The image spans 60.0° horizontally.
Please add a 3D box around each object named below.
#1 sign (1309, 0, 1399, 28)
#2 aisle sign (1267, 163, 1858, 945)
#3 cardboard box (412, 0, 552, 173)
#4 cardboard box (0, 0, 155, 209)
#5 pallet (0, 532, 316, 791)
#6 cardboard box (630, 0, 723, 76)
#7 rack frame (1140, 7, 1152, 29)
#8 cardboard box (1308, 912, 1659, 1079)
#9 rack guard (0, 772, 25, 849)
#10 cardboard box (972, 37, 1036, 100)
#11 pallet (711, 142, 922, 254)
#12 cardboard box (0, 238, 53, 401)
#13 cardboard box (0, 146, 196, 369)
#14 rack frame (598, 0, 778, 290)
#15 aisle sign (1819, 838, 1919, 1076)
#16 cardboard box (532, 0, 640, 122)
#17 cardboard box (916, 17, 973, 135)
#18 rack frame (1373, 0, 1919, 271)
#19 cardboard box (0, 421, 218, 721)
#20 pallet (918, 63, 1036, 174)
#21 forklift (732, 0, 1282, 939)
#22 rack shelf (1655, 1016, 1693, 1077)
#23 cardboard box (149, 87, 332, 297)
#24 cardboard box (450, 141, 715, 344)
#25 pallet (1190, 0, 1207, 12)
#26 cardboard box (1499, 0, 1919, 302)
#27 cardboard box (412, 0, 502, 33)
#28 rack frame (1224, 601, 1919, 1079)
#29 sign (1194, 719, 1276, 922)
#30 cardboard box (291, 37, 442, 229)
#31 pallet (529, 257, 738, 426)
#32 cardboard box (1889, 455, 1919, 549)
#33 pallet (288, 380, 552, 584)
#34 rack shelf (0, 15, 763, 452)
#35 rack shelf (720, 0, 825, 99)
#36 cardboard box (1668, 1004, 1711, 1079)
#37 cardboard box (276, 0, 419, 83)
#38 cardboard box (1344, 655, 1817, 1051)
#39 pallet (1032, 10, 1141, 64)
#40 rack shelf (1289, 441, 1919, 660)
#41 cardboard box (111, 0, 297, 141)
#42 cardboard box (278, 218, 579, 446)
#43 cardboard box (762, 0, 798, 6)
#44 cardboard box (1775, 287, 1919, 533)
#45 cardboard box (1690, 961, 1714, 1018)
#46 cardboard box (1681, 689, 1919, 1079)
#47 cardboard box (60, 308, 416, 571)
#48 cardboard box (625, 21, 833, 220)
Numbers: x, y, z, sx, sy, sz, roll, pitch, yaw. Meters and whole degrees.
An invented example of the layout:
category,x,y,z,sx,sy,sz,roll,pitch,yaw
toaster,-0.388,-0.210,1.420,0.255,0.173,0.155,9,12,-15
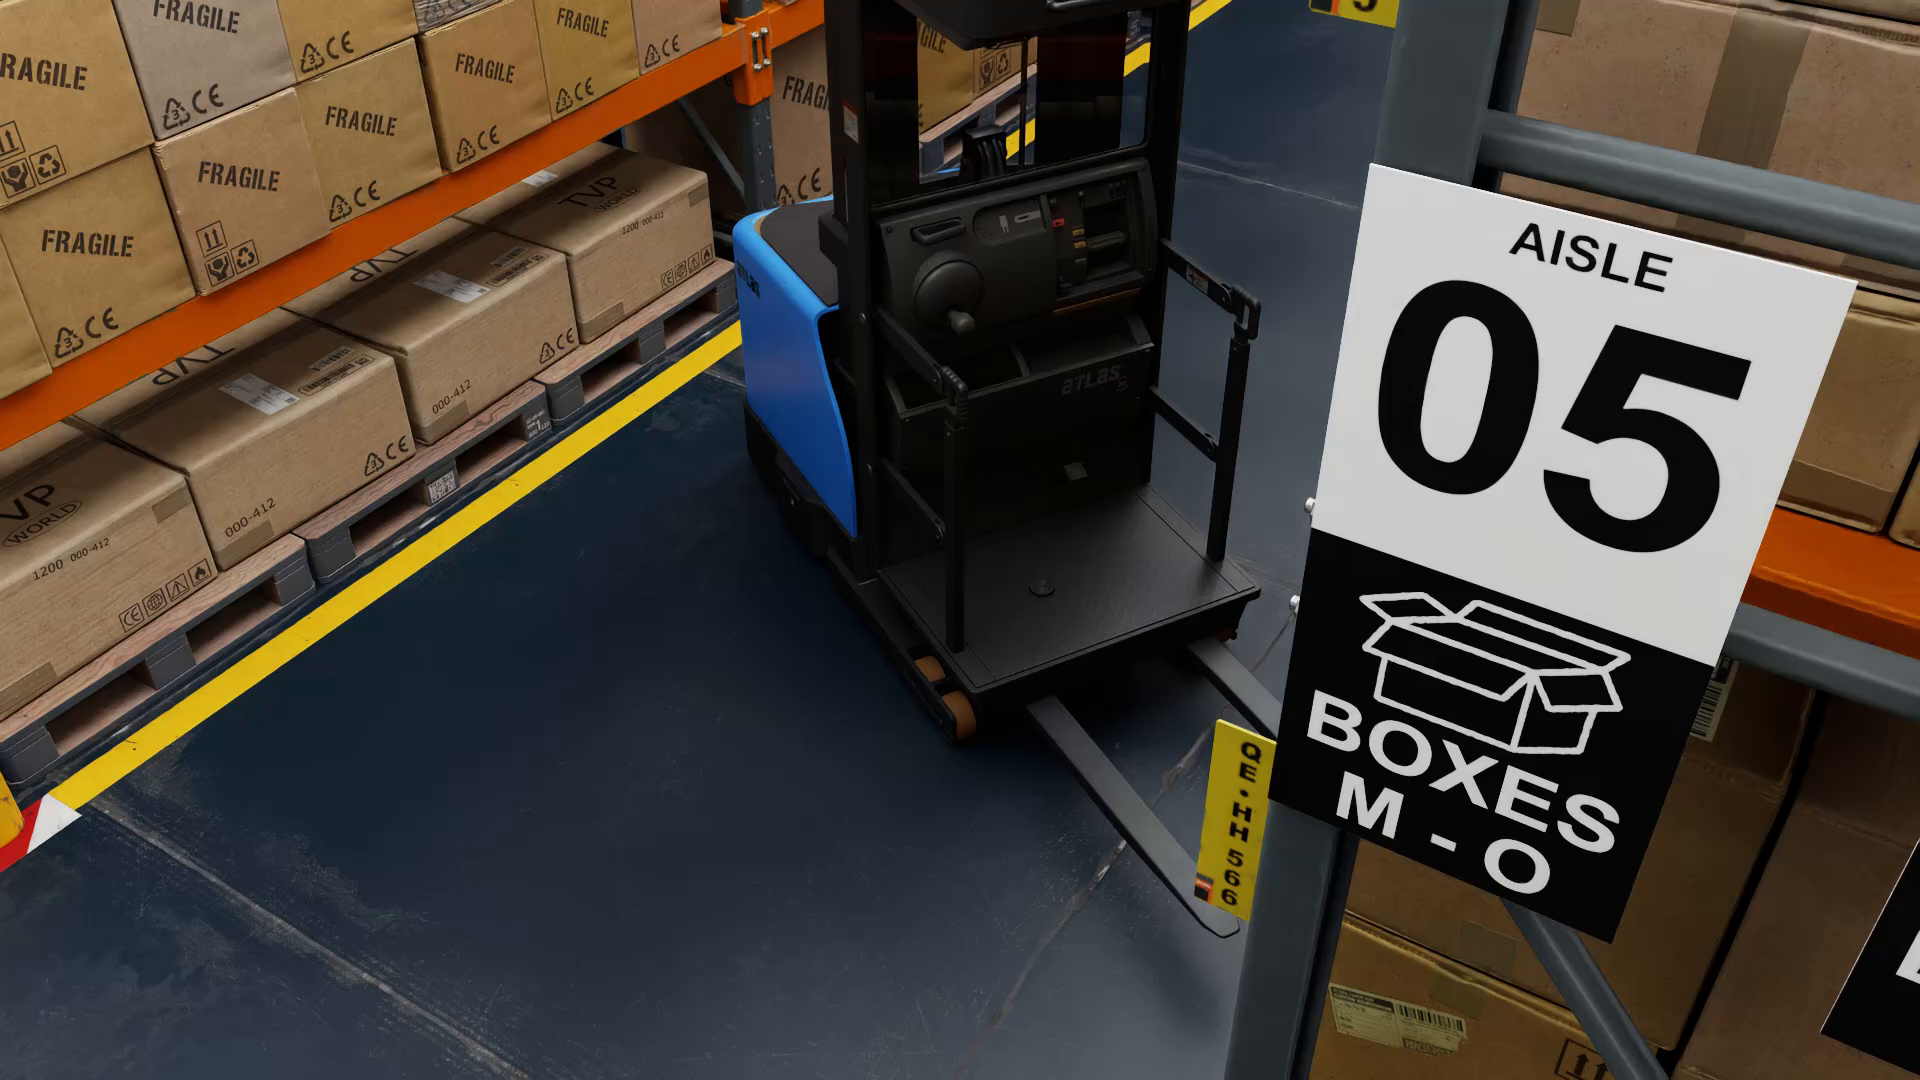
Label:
category,x,y,z,sx,sy,sz,roll,pitch,yaw
sign,0.357,-0.590,1.377,0.100,0.325,0.005,21,42,25
aisle sign,0.522,0.050,1.599,0.394,0.787,0.004,21,42,25
cardboard box,-1.837,-1.675,5.884,0.500,0.500,0.500,21,42,24
cardboard box,-2.650,-1.285,4.560,0.500,0.500,0.500,20,42,24
pallet,-3.057,0.240,5.766,1.003,0.211,1.213,21,42,25
cardboard box,-1.309,-2.206,6.573,0.500,0.500,0.500,22,43,26
rack frame,0.867,-4.551,9.697,1.000,3.000,0.127,21,42,25
cardboard box,0.838,0.667,2.603,0.500,0.500,0.500,22,43,26
rack guard,-3.432,0.575,5.094,1.175,0.500,0.348,21,42,25
cardboard box,-0.055,-3.089,9.196,0.875,0.875,0.875,22,43,26
pallet,-0.926,-1.807,8.421,1.003,0.211,1.213,21,42,25
cardboard box,-2.919,-0.620,4.516,0.500,0.500,0.500,21,42,25
cardboard box,-2.672,-0.890,4.866,0.500,0.500,0.500,21,42,25
rack frame,-1.276,-2.489,7.022,1.000,3.000,0.127,21,42,25
aisle sign,1.029,0.246,1.344,0.394,0.787,0.004,21,42,25
cardboard box,-1.580,-1.939,6.226,0.500,0.500,0.500,20,42,24
cardboard box,-0.534,-2.628,8.598,0.875,0.875,0.875,22,43,26
rack frame,0.815,-1.236,0.483,1.000,3.000,0.127,21,42,25
cardboard box,-3.150,0.049,5.485,0.875,0.438,0.875,20,42,24
pallet,-0.273,-2.439,9.240,1.003,0.211,1.213,21,42,25
forklift,0.295,-0.821,4.914,1.130,2.935,3.031,-18,41,-22
rack shelf,1.886,0.394,3.871,1.077,0.370,4.000,21,42,25
cardboard box,-2.384,-1.146,5.198,0.500,0.500,0.500,21,42,25
cardboard box,-1.703,-1.352,7.302,0.875,0.438,0.875,21,42,24
pallet,1.287,-3.849,11.070,1.003,0.211,1.213,21,42,25
cardboard box,0.847,-0.507,1.708,0.500,0.250,0.500,20,42,24
cardboard box,-1.839,-2.067,5.573,0.500,0.500,0.500,22,43,26
rack frame,0.815,1.140,2.314,1.000,3.000,0.127,21,42,25
sign,0.357,0.365,2.113,0.100,0.325,0.005,21,42,25
cardboard box,-2.130,-1.410,5.540,0.500,0.500,0.500,23,43,27
pallet,-1.750,-1.018,7.398,1.003,0.211,1.213,21,42,25
cardboard box,1.271,-0.136,1.636,0.500,0.250,0.500,23,43,27
pallet,-2.402,-0.387,6.579,1.003,0.211,1.213,21,42,25
rack shelf,-2.348,-1.173,5.904,1.077,0.370,4.000,21,42,25
rack shelf,-0.205,-3.235,8.579,1.077,0.370,4.000,21,42,25
cardboard box,1.289,0.842,2.376,0.500,0.500,0.500,23,43,27
cardboard box,-2.115,-1.811,5.241,0.500,0.500,0.500,21,42,25
cardboard box,0.850,0.269,2.299,0.500,0.500,0.500,20,42,24
pallet,0.381,-3.065,10.053,1.003,0.211,1.213,21,42,25
rack shelf,1.886,-0.794,2.955,1.077,0.370,4.000,21,42,25
cardboard box,-2.381,-1.553,4.907,0.500,0.500,0.500,21,42,25
cardboard box,-2.182,-0.890,6.703,0.875,0.438,0.875,20,42,24
cardboard box,-0.817,-2.570,7.250,0.500,0.250,0.500,20,42,24
cardboard box,0.835,-0.309,1.861,0.500,0.250,0.500,20,42,24
cardboard box,1.554,0.557,2.745,0.500,0.500,0.500,21,42,25
cardboard box,1.279,0.442,2.075,0.500,0.500,0.500,21,42,25
cardboard box,-2.667,-0.426,6.100,0.875,0.438,0.875,22,43,26
cardboard box,-1.011,-2.160,7.991,0.875,0.875,0.875,23,43,26
